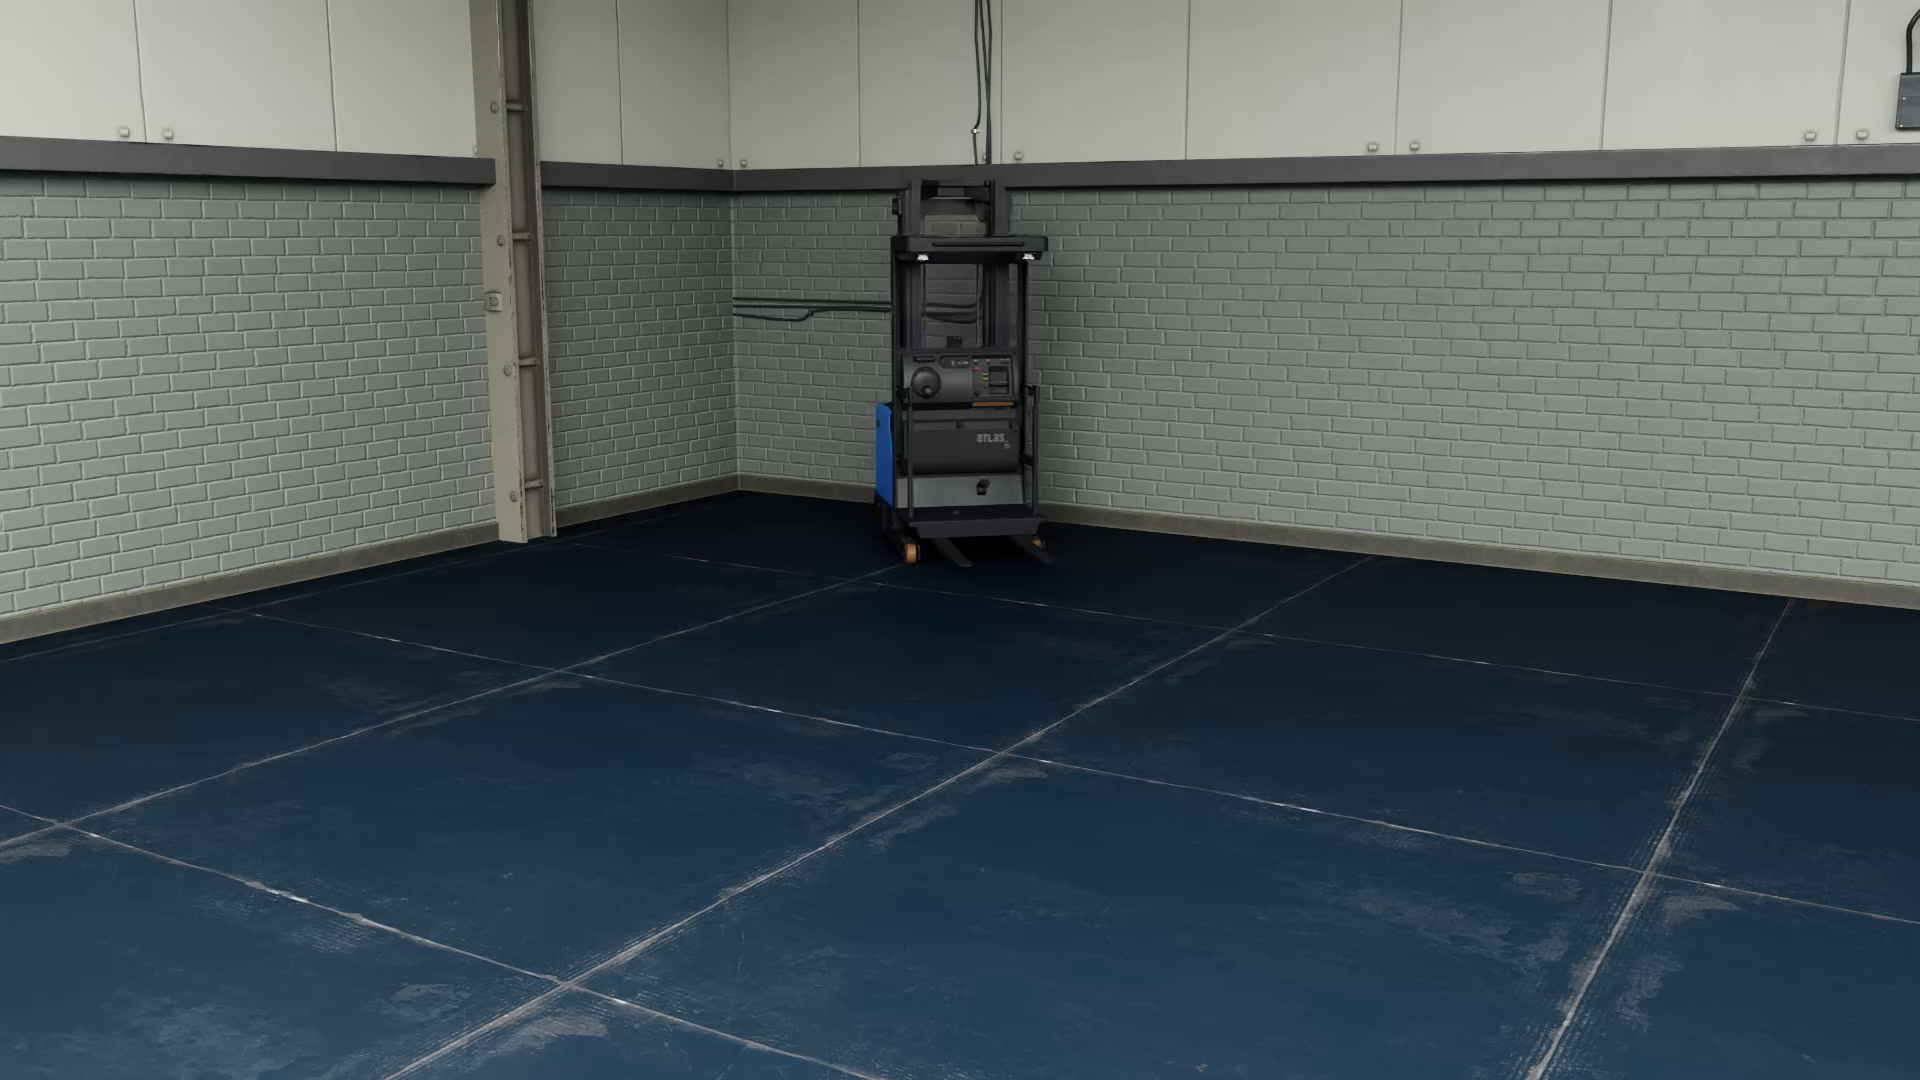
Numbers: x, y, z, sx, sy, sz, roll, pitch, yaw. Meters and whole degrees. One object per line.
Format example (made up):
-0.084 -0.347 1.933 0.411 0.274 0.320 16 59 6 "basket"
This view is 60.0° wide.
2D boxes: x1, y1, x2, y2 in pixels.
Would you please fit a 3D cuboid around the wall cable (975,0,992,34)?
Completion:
1.334 -5.478 13.391 3.097 2.526 0.112 6 12 31 "wall cable"

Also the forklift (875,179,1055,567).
0.049 -1.324 12.978 1.130 2.935 3.031 -2 11 -11 "forklift"

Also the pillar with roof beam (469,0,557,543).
0.041 -4.032 10.953 9.100 9.000 0.400 6 12 31 "pillar with roof beam"

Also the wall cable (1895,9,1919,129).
7.127 -5.543 9.779 2.305 6.003 0.169 6 12 31 "wall cable"

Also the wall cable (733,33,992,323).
-0.978 -3.254 15.236 3.097 2.526 0.112 6 12 31 "wall cable"
